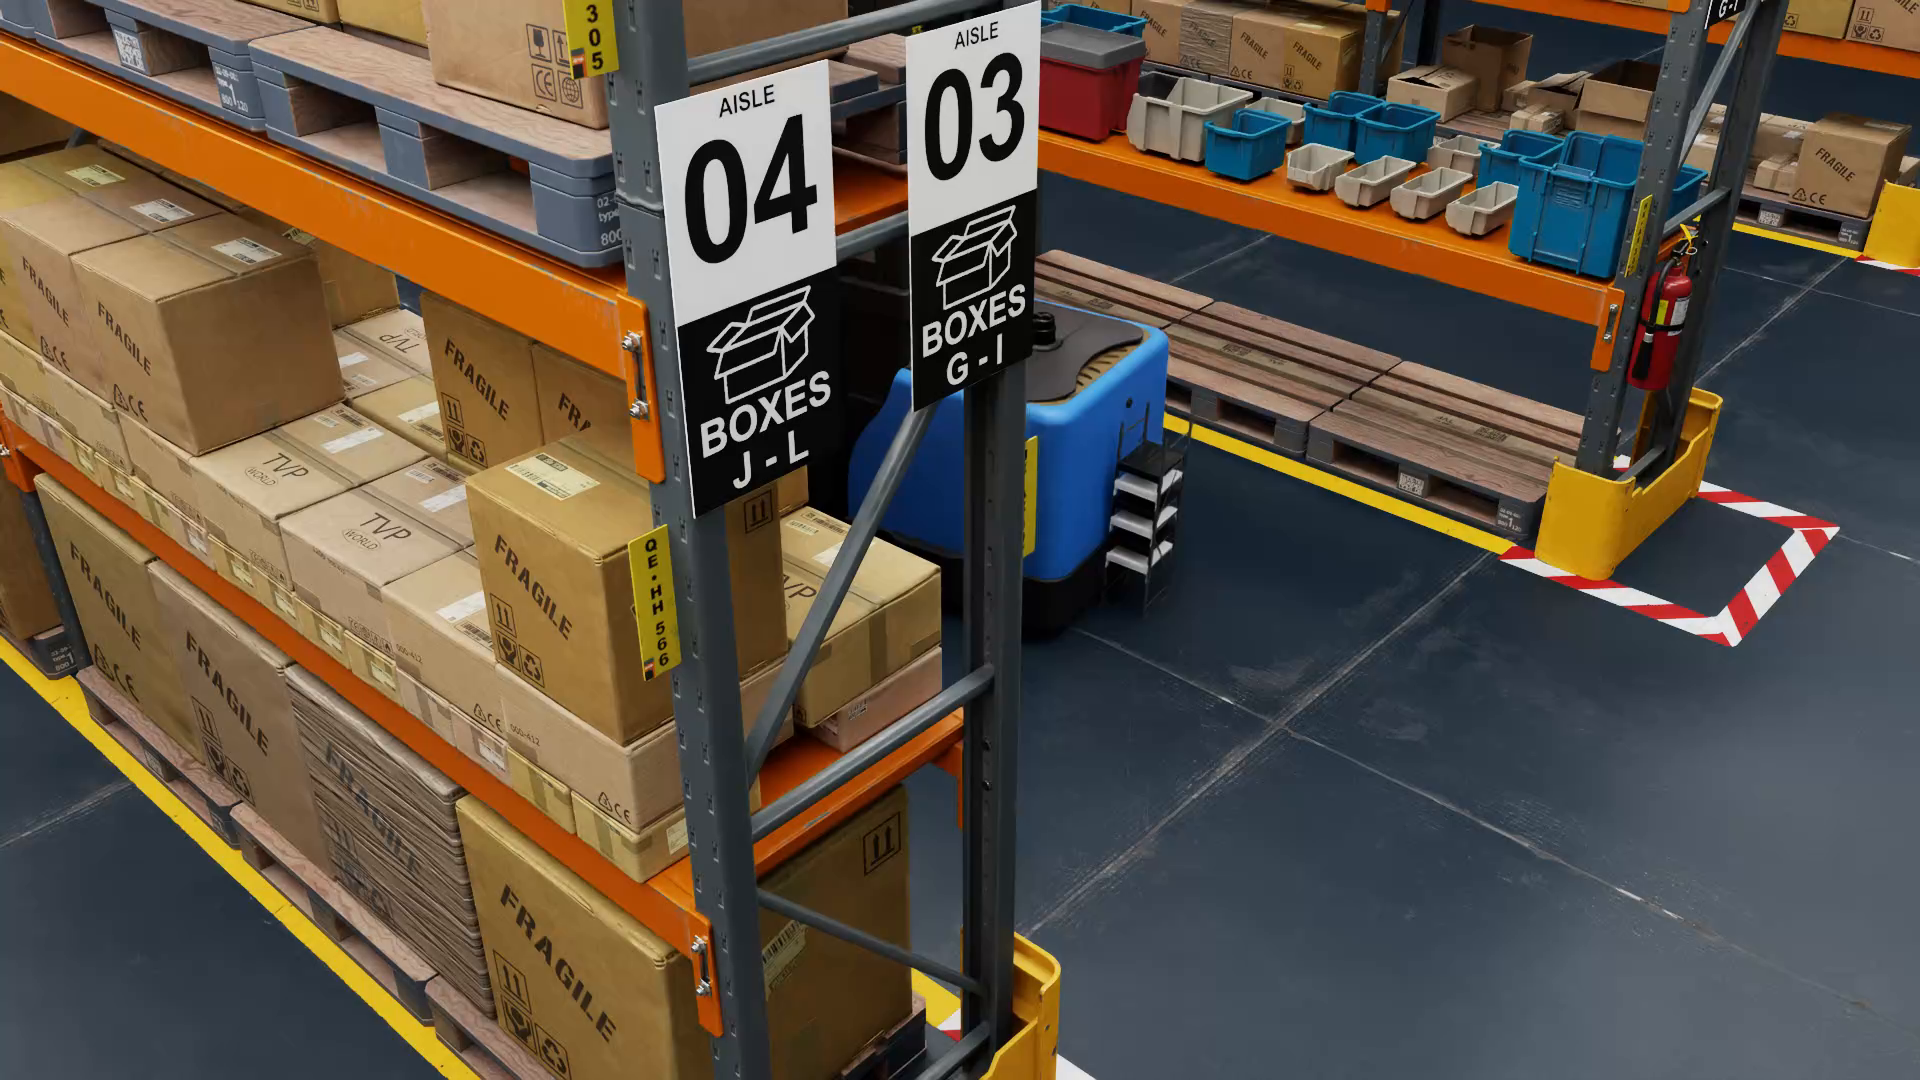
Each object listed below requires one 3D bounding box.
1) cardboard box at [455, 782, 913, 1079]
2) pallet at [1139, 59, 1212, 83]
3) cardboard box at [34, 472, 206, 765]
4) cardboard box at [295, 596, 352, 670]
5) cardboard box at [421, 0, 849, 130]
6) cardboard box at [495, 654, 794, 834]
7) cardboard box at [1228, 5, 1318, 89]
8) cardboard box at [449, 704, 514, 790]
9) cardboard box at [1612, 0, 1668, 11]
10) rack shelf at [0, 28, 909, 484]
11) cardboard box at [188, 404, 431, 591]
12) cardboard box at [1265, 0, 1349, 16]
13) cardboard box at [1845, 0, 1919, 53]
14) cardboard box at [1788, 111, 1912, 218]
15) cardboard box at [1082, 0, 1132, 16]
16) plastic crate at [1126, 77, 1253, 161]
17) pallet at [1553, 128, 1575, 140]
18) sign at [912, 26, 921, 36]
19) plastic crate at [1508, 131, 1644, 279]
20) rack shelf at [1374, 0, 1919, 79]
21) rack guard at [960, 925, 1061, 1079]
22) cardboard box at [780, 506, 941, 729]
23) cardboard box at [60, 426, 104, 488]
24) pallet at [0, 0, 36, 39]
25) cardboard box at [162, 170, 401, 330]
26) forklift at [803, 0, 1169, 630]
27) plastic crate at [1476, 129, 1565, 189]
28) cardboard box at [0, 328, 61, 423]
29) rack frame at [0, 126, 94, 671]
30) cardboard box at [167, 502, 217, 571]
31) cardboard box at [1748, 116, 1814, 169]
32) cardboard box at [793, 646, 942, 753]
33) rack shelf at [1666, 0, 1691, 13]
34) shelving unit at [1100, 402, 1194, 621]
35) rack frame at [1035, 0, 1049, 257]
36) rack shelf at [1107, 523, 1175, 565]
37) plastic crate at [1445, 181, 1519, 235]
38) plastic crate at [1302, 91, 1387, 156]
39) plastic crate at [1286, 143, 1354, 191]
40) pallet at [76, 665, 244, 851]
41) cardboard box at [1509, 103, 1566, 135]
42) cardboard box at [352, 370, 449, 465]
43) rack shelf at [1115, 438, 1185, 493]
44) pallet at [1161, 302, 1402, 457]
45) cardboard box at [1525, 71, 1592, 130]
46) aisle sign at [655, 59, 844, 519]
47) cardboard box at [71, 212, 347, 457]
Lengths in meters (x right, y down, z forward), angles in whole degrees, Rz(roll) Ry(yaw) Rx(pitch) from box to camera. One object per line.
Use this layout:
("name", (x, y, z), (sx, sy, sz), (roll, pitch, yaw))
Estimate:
("cardboard box", (-0.751, 1.060, 4.734), (0.875, 0.875, 0.875), (25, 39, 35))
("pallet", (1.924, -4.145, 14.431), (1.213, 0.211, 1.003), (25, 39, 35))
("cardboard box", (-2.753, 0.126, 6.286), (0.875, 0.875, 0.875), (25, 39, 35))
("cardboard box", (-1.659, 0.189, 4.772), (0.250, 0.149, 0.380), (25, 39, 35))
("cardboard box", (-0.645, -1.189, 3.308), (0.500, 0.500, 0.700), (22, 38, 32))
("cardboard box", (-0.761, 0.391, 4.049), (0.500, 0.250, 0.500), (24, 39, 34))
("cardboard box", (2.542, -4.004, 13.489), (0.500, 0.500, 0.500), (25, 39, 35))
("cardboard box", (-1.088, 0.454, 4.331), (0.250, 0.149, 0.380), (25, 39, 35))
("cardboard box", (4.786, -3.887, 11.202), (0.500, 0.500, 0.500), (24, 39, 34))
("rack shelf", (-1.706, -1.148, 4.538), (4.000, 0.370, 1.077), (25, 39, 35))
("cardboard box", (-1.903, -0.139, 4.930), (0.500, 0.250, 0.500), (25, 39, 35))
("cardboard box", (2.863, -4.209, 13.830), (0.500, 0.500, 0.500), (26, 39, 36))
("cardboard box", (5.912, -3.360, 10.326), (0.500, 0.500, 0.500), (26, 40, 36))
("cardboard box", (5.859, -2.478, 10.954), (0.500, 0.500, 0.500), (25, 39, 35))
("cardboard box", (1.402, -4.531, 14.365), (0.500, 0.500, 0.500), (24, 39, 34))
("plastic crate", (1.143, -2.134, 8.443), (0.530, 0.282, 0.437), (25, 39, 35))
("pallet", (4.879, -2.795, 12.189), (1.213, 0.211, 1.003), (25, 39, 35))
("sign", (-0.236, -2.667, 9.003), (0.005, 0.325, 0.100), (25, 39, 35))
("plastic crate", (2.727, -1.459, 7.172), (0.499, 0.435, 0.616), (25, 39, 35))
("rack shelf", (4.944, -3.650, 11.602), (4.000, 0.370, 1.077), (25, 39, 35))
("rack guard", (-0.205, 1.600, 4.608), (0.348, 0.500, 1.175), (25, 39, 35))
("cardboard box", (-0.398, 0.188, 4.386), (0.500, 0.250, 0.500), (24, 38, 34))
("cardboard box", (-2.802, -0.345, 5.658), (0.250, 0.149, 0.380), (27, 40, 37))
("pallet", (-2.589, -1.824, 5.049), (1.213, 0.211, 1.003), (25, 39, 35))
("cardboard box", (-2.300, -1.016, 5.660), (0.500, 0.500, 0.500), (25, 39, 36))
("forklift", (-0.604, -1.439, 7.299), (3.031, 2.935, 1.130), (18, 35, 27))
("plastic crate", (2.650, -1.766, 7.880), (0.300, 0.233, 0.416), (25, 39, 35))
("cardboard box", (-3.016, -0.664, 5.802), (0.500, 0.250, 0.500), (24, 39, 34))
("rack frame", (-3.189, -0.864, 6.276), (0.127, 3.000, 1.000), (25, 39, 35))
("cardboard box", (-2.232, -0.078, 5.215), (0.250, 0.149, 0.380), (26, 39, 36))
("cardboard box", (5.843, -2.746, 11.643), (0.500, 0.250, 0.500), (25, 39, 35))
("cardboard box", (-0.265, 0.379, 4.455), (0.250, 0.149, 0.380), (26, 39, 36))
("rack shelf", (1.617, -3.042, 7.685), (4.000, 0.370, 1.077), (25, 39, 35))
("shelving unit", (0.788, -0.114, 7.056), (0.210, 0.900, 0.258), (22, 37, 27))
("rack frame", (0.135, -2.758, 9.422), (0.127, 3.000, 1.000), (25, 39, 35))
("rack shelf", (0.782, -0.011, 7.123), (0.200, 0.077, 0.258), (22, 37, 27))
("plastic crate", (2.374, -1.499, 7.529), (0.243, 0.136, 0.396), (25, 39, 35))
("plastic crate", (1.939, -2.098, 8.431), (0.300, 0.233, 0.416), (25, 39, 35))
("plastic crate", (1.714, -1.787, 8.008), (0.250, 0.136, 0.298), (25, 39, 35))
("pallet", (-2.678, 0.624, 6.509), (1.213, 0.211, 1.003), (25, 39, 35))
("cardboard box", (4.275, -3.102, 12.314), (0.250, 0.166, 0.380), (25, 39, 35))
("cardboard box", (-1.548, -0.343, 5.269), (0.500, 0.250, 0.500), (24, 39, 34))
("rack shelf", (0.799, -0.313, 6.928), (0.200, 0.077, 0.258), (22, 37, 27))
("pallet", (1.615, -0.901, 9.042), (1.213, 0.211, 1.003), (25, 39, 35))
("cardboard box", (4.630, -3.339, 12.568), (0.500, 0.311, 0.500), (25, 39, 35))
("aisle sign", (-0.371, -0.453, 3.074), (0.004, 0.787, 0.394), (25, 39, 35))
("cardboard box", (-2.257, -0.633, 5.023), (0.500, 0.500, 0.500), (24, 38, 34))
